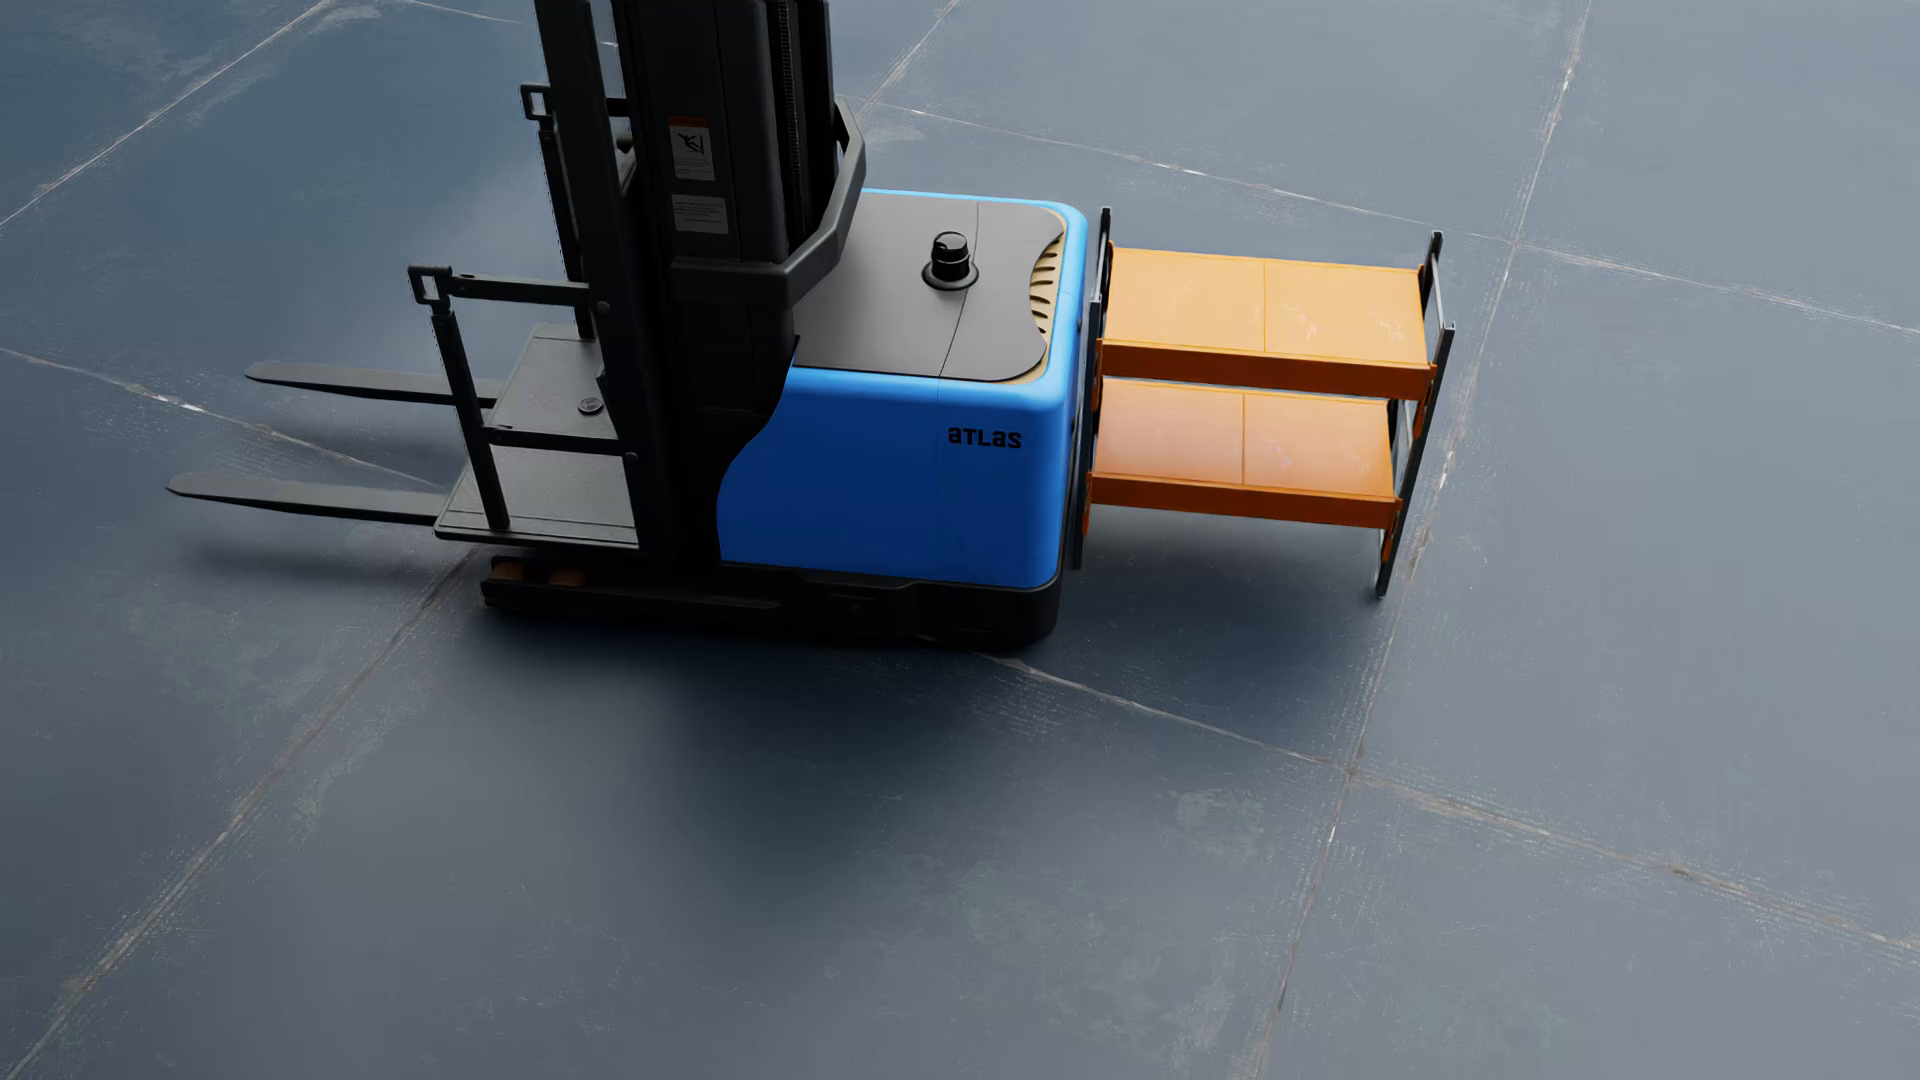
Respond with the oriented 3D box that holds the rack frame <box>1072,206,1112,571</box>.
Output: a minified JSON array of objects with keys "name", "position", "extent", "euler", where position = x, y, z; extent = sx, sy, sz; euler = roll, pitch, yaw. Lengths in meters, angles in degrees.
[{"name":"rack frame","position":[0.427,-0.470,5.425],"extent":[0.032,1.125,0.500],"euler":[5,45,5]}]

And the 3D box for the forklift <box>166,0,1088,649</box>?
[{"name":"forklift","position":[-1.136,-1.152,4.830],"extent":[3.031,2.935,1.130],"euler":[5,45,5]}]

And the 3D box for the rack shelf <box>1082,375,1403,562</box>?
[{"name":"rack shelf","position":[0.931,-0.251,5.551],"extent":[1.000,0.278,0.538],"euler":[5,45,5]}]

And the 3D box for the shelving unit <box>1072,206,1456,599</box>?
[{"name":"shelving unit","position":[0.931,-0.424,5.379],"extent":[1.048,1.125,0.538],"euler":[5,45,5]}]

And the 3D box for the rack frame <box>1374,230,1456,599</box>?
[{"name":"rack frame","position":[1.435,-0.378,5.333],"extent":[0.032,1.125,0.500],"euler":[5,45,5]}]

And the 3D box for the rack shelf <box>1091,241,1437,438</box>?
[{"name":"rack shelf","position":[0.931,-0.632,5.172],"extent":[1.000,0.278,0.538],"euler":[5,45,5]}]
